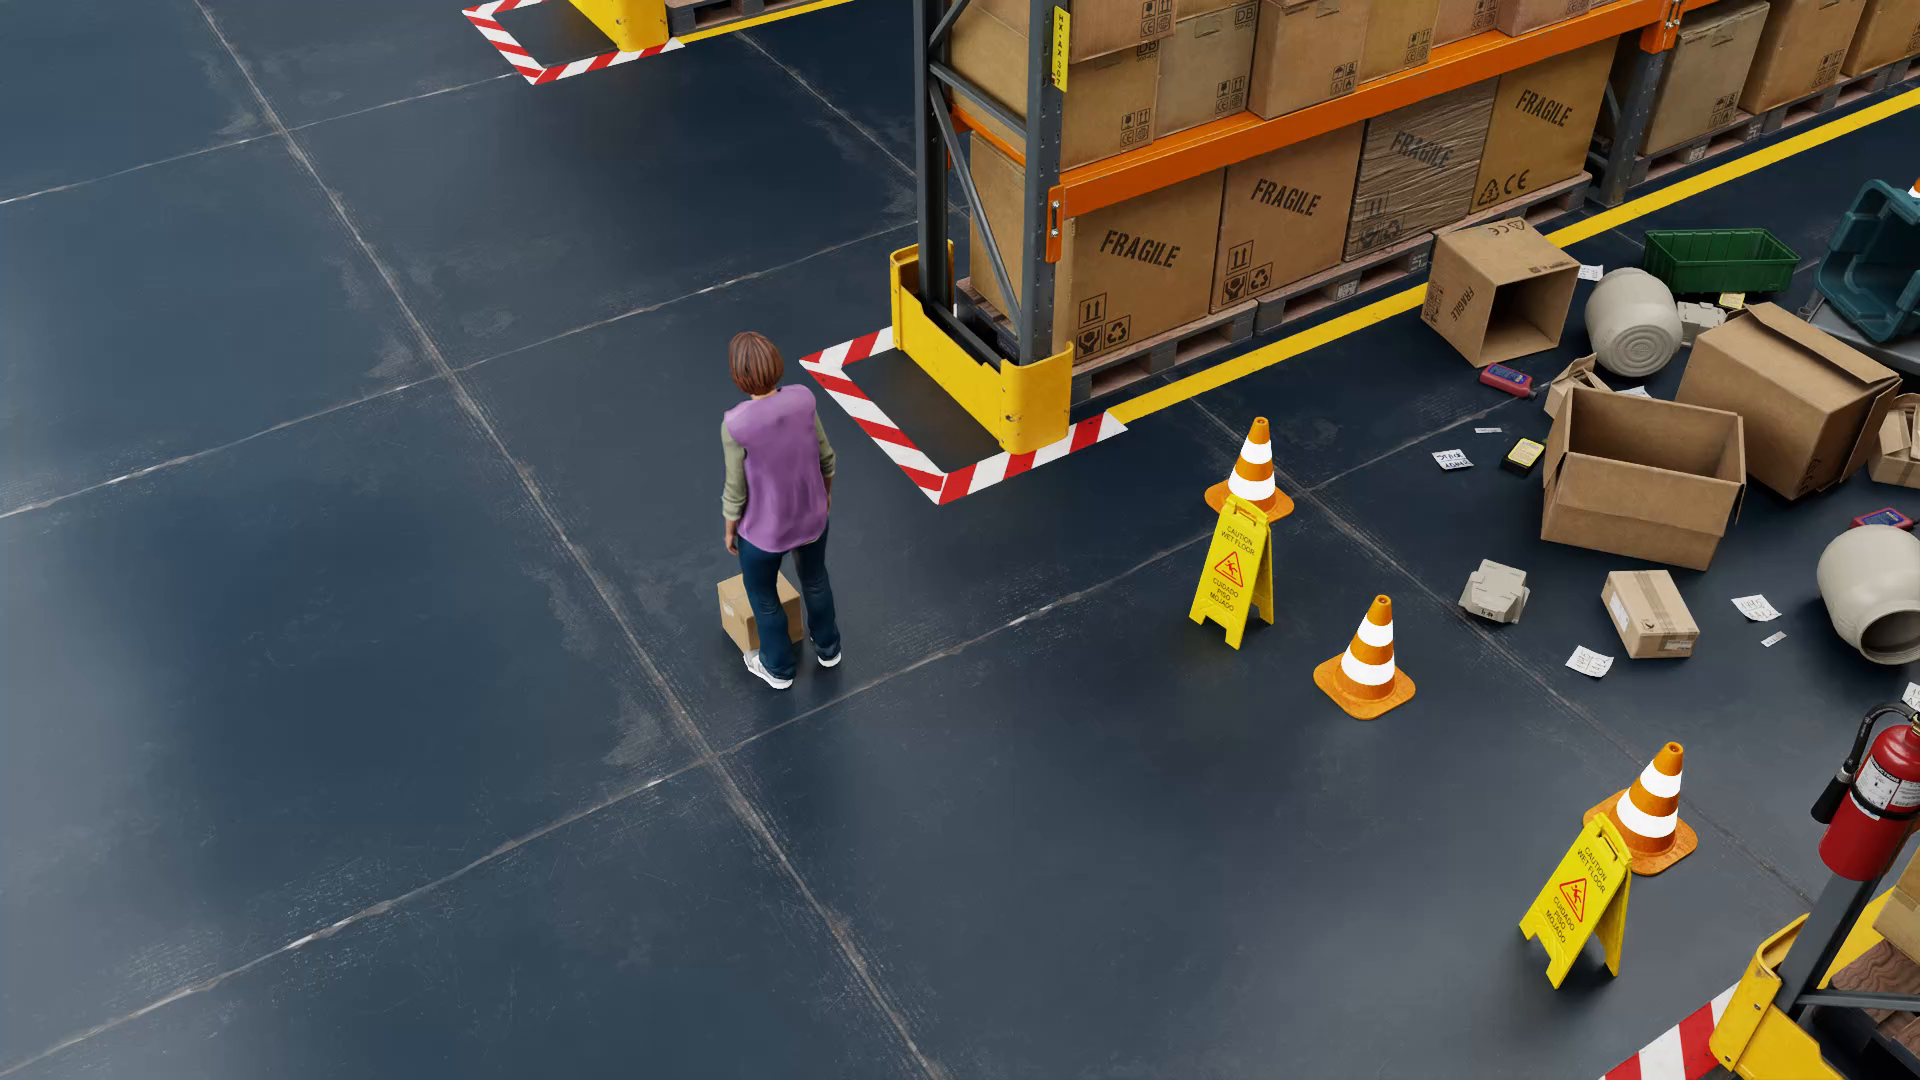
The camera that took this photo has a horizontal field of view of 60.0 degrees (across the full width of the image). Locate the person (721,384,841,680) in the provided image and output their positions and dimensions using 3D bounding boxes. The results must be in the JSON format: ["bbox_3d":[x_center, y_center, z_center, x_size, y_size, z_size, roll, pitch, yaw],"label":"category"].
[{"bbox_3d":[-0.662,-0.012,6.282,0.457,1.327,0.290,-23,46,-24],"label":"person"}]
